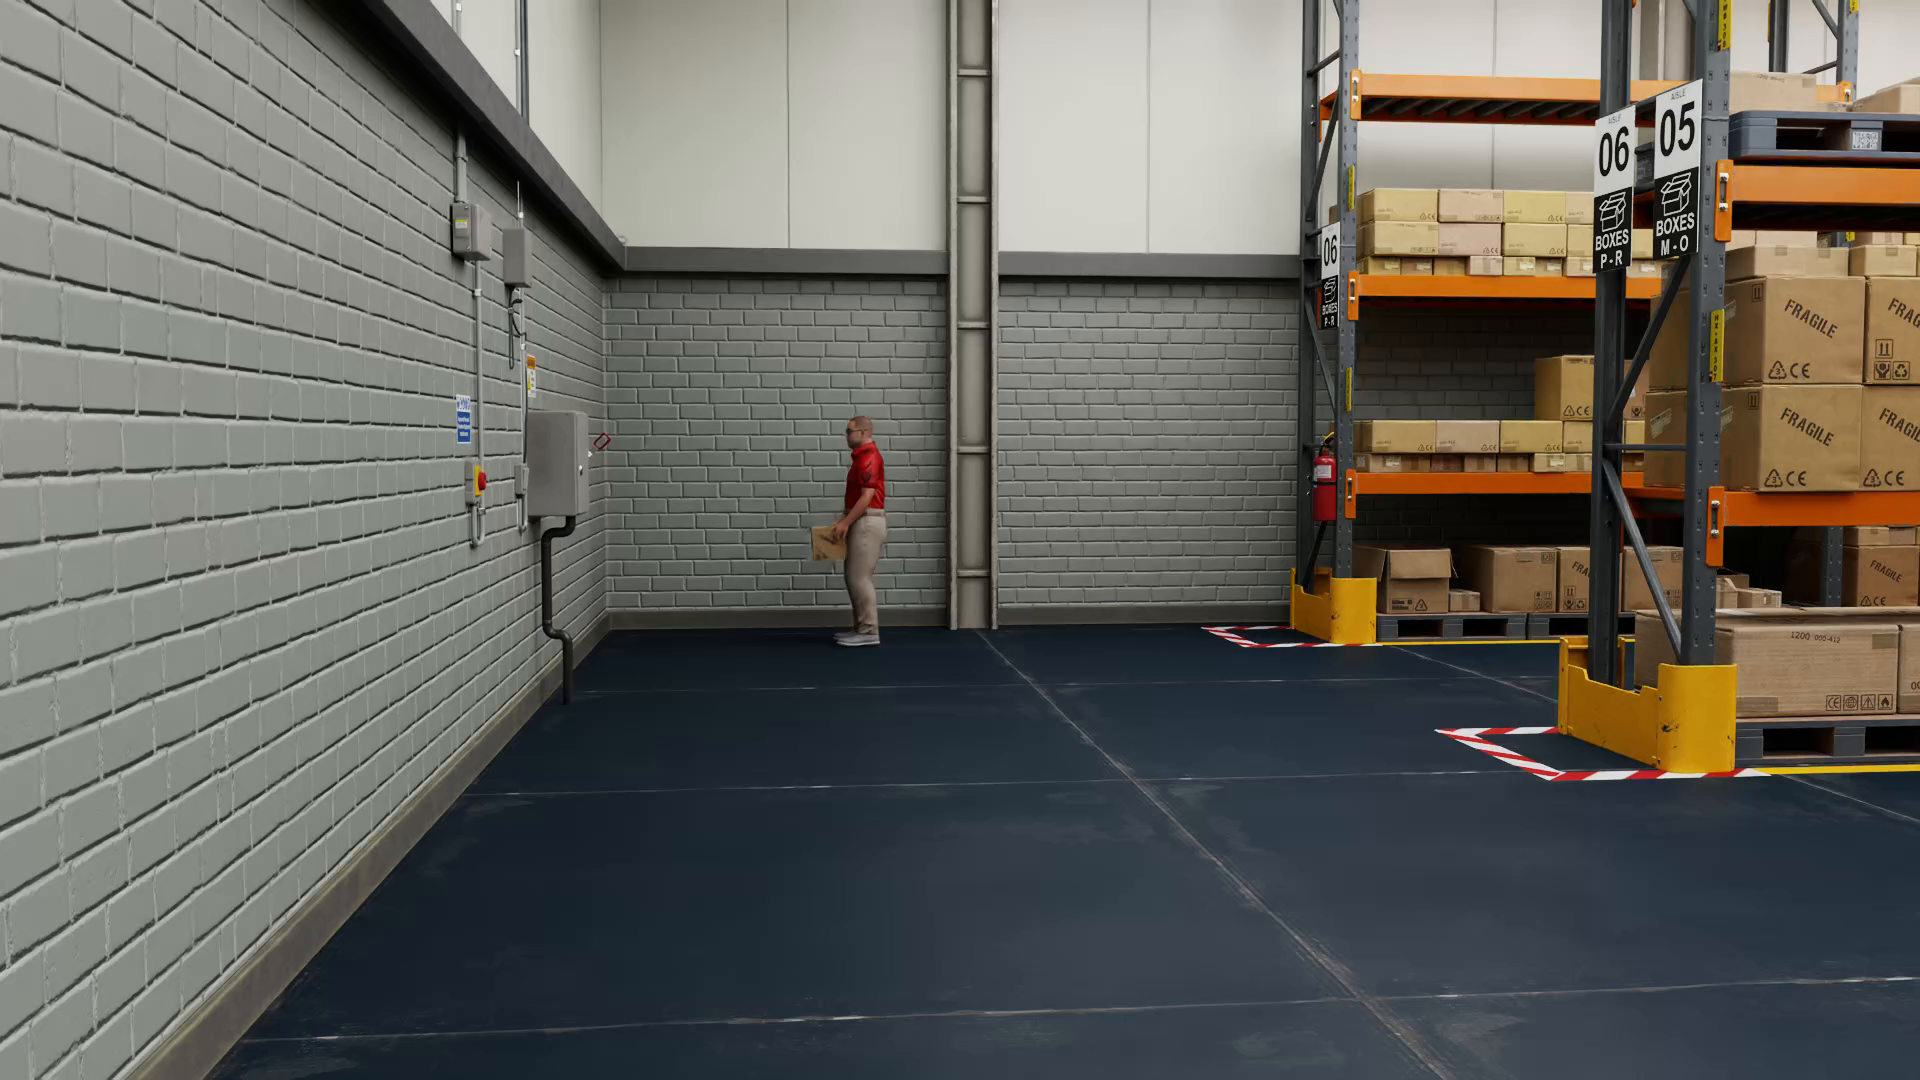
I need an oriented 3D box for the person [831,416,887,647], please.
[{"bbox_3d":[-0.775,-0.073,12.596,0.431,1.733,0.539,0,3,-7],"label":"person"}]
